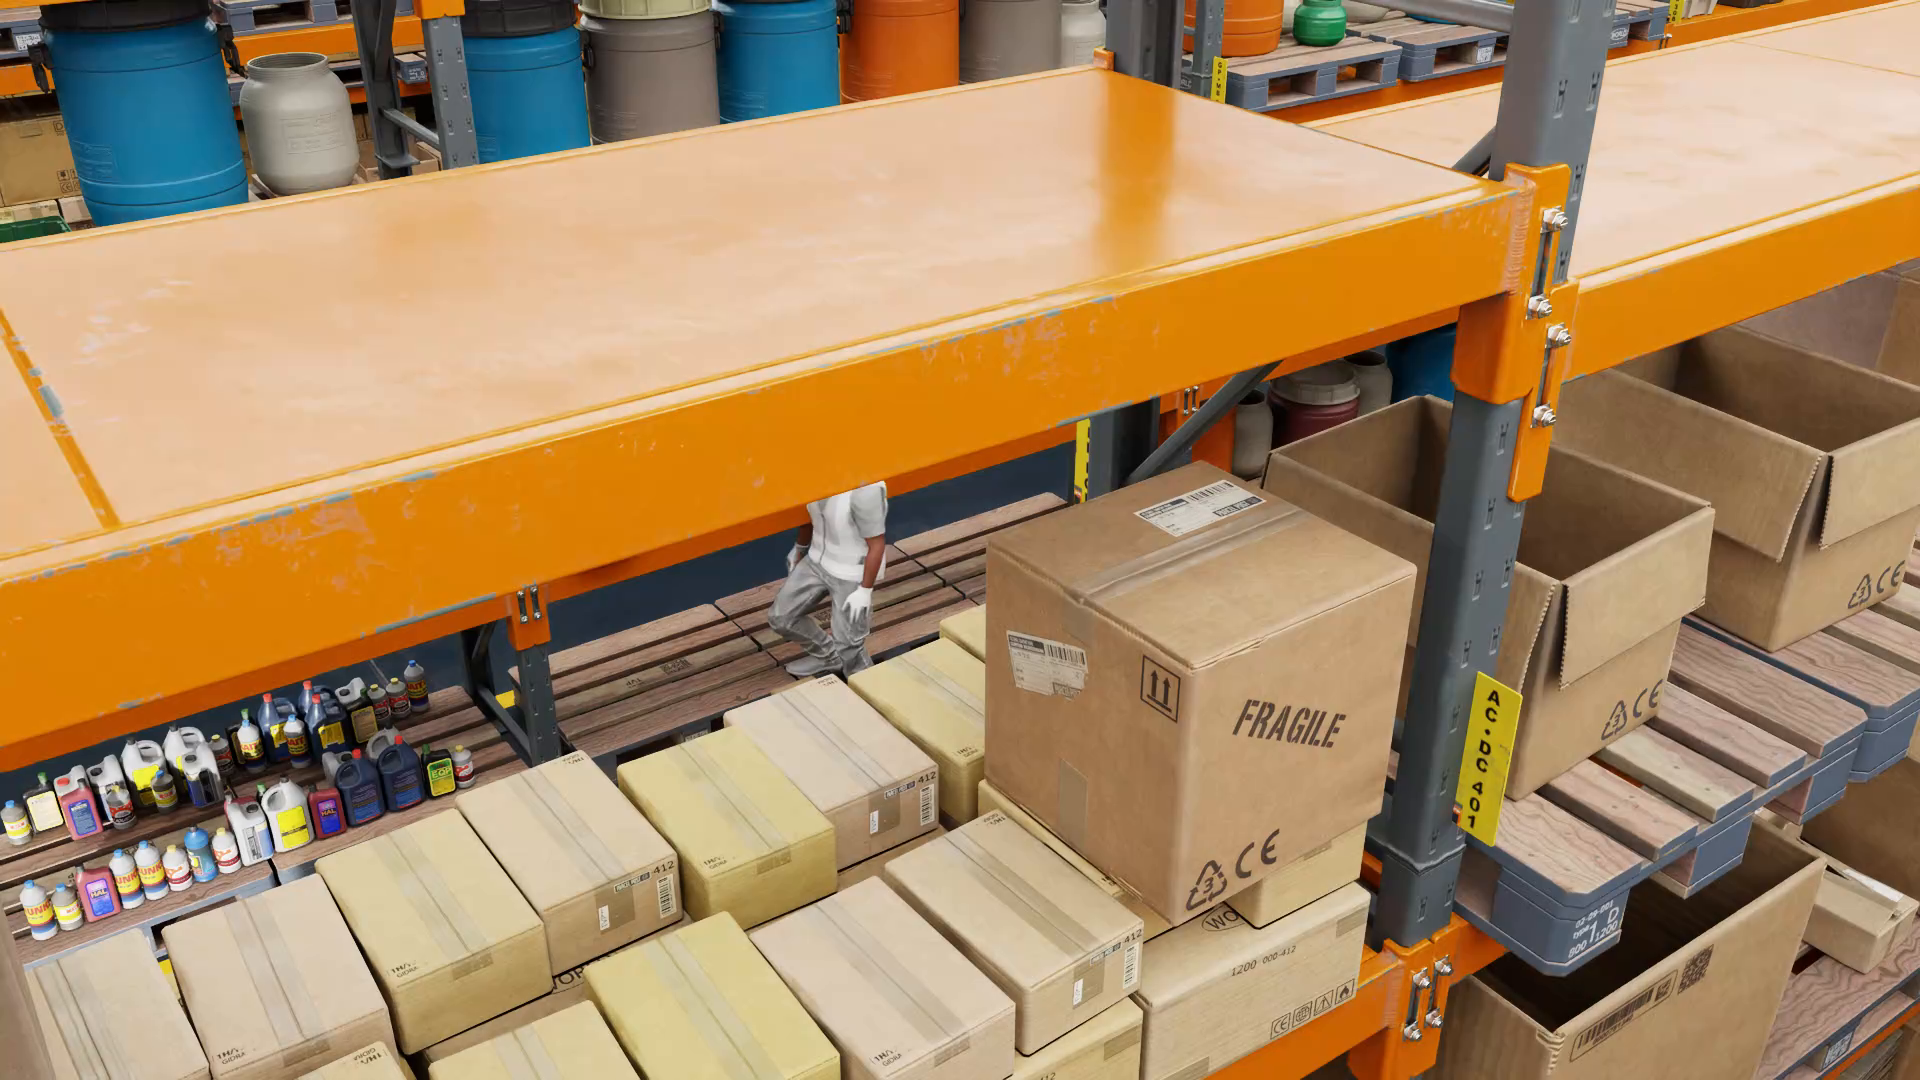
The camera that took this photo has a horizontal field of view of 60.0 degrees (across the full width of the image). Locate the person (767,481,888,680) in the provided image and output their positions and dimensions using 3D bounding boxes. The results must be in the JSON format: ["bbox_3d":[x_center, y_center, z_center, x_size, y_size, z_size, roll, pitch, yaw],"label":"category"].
[{"bbox_3d":[-0.641,0.169,8.345,0.520,1.785,0.629,-20,34,-33],"label":"person"}]
